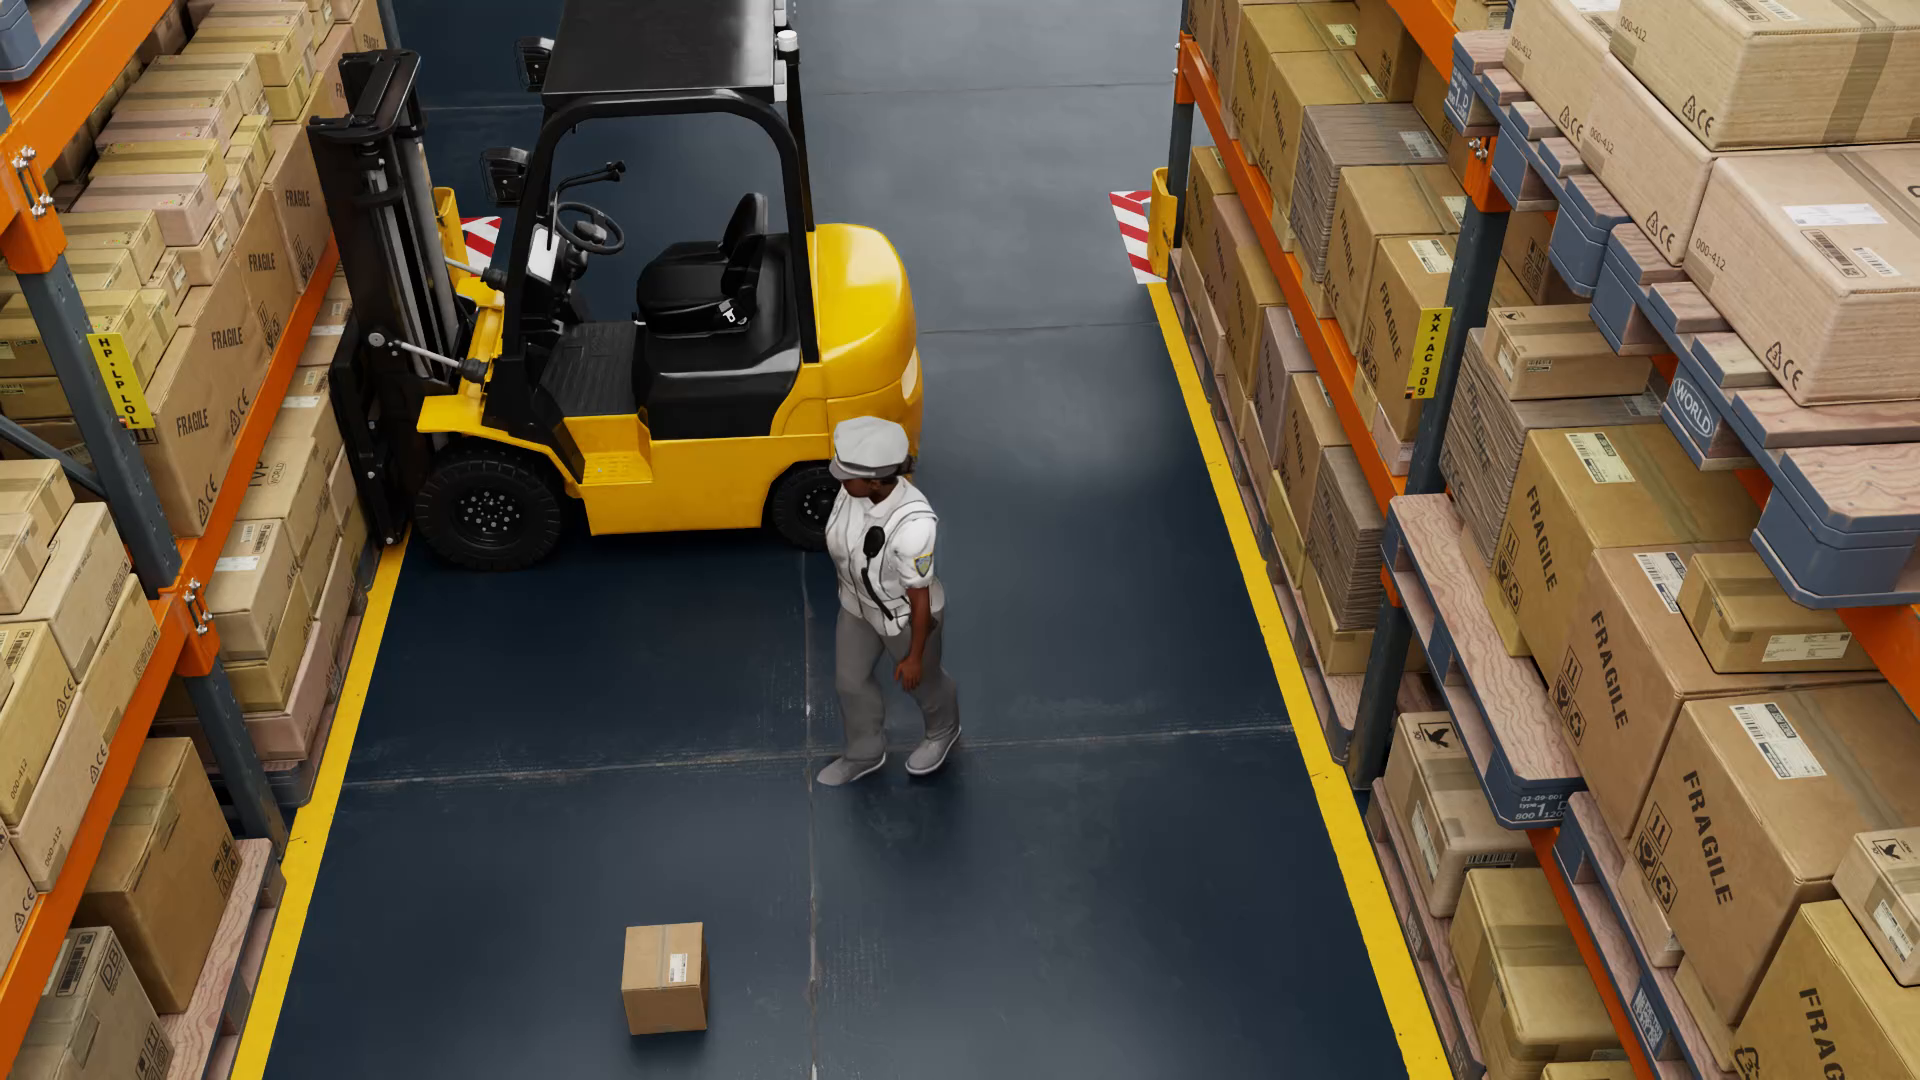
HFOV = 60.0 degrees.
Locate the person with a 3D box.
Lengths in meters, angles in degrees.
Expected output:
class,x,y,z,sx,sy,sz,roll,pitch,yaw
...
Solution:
class,x,y,z,sx,sy,sz,roll,pitch,yaw
person,-0.217,0.264,5.863,0.477,1.716,0.541,32,49,33
